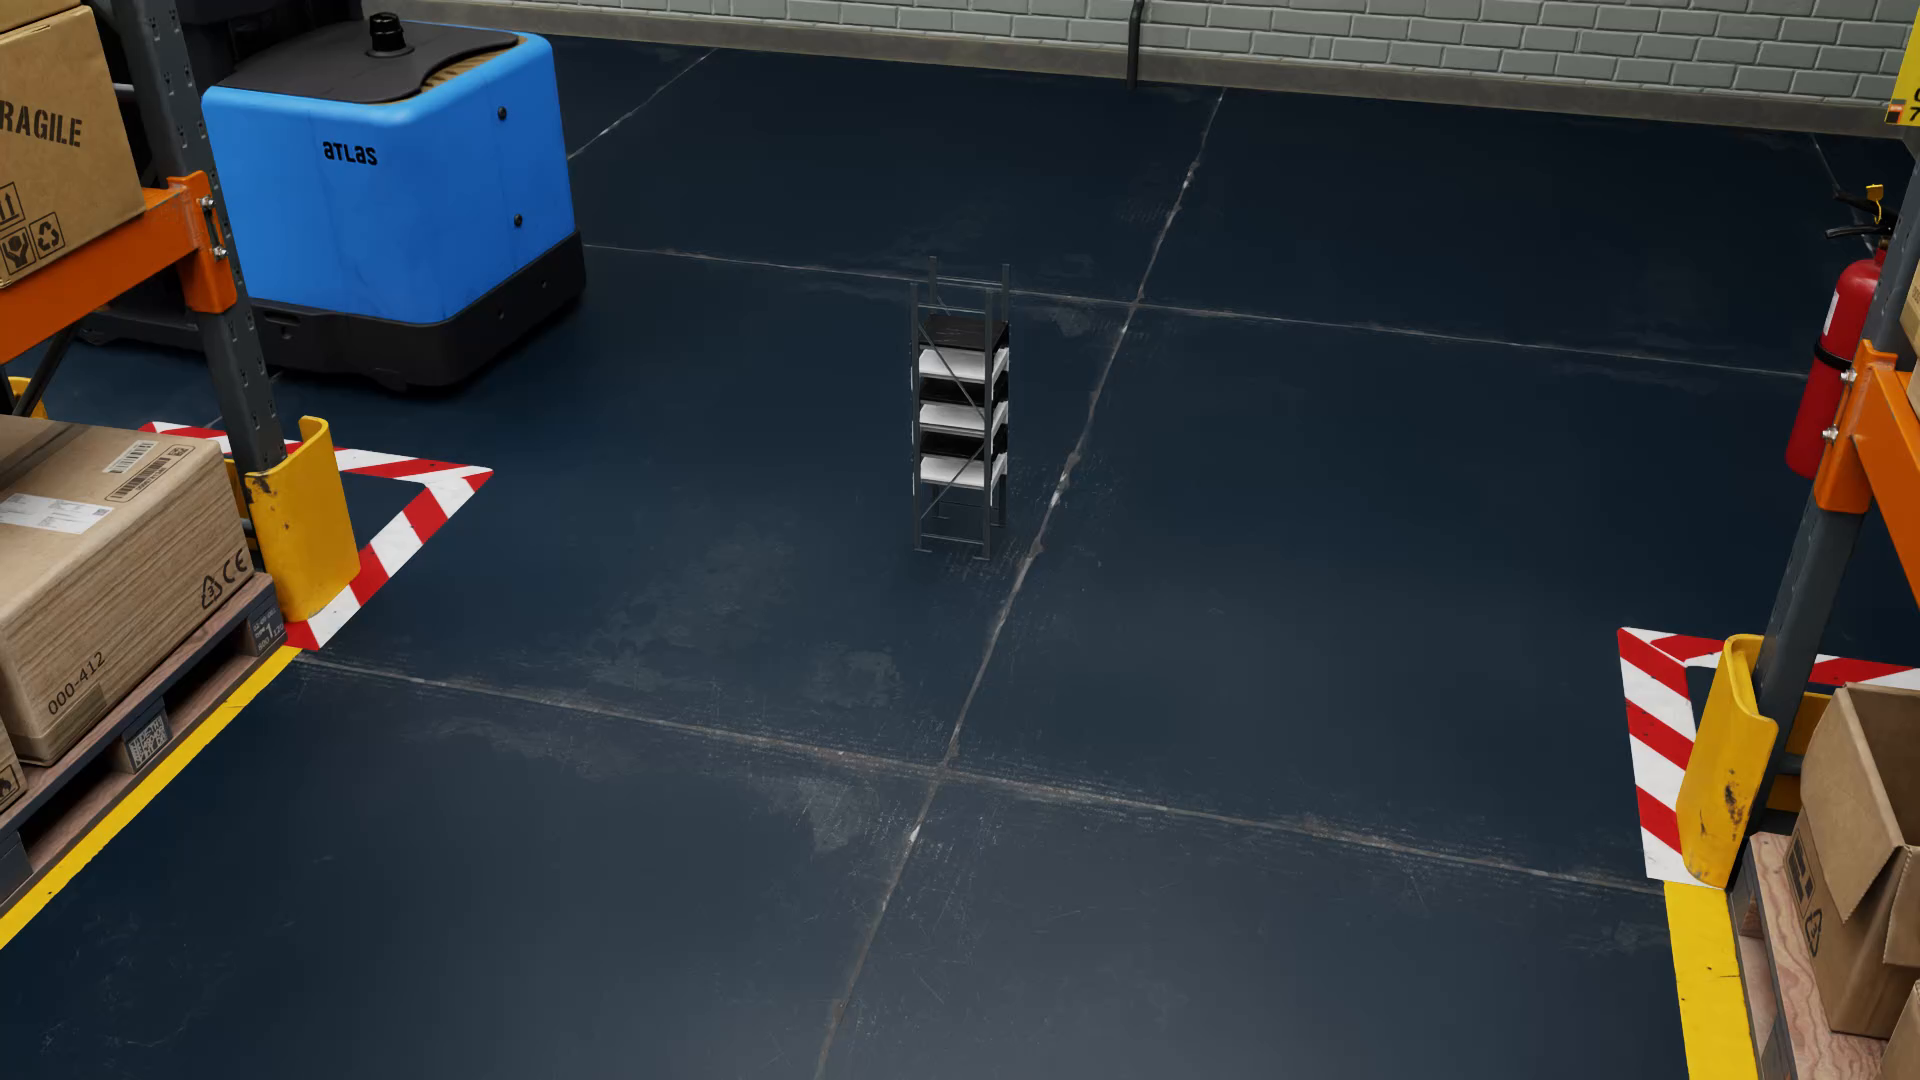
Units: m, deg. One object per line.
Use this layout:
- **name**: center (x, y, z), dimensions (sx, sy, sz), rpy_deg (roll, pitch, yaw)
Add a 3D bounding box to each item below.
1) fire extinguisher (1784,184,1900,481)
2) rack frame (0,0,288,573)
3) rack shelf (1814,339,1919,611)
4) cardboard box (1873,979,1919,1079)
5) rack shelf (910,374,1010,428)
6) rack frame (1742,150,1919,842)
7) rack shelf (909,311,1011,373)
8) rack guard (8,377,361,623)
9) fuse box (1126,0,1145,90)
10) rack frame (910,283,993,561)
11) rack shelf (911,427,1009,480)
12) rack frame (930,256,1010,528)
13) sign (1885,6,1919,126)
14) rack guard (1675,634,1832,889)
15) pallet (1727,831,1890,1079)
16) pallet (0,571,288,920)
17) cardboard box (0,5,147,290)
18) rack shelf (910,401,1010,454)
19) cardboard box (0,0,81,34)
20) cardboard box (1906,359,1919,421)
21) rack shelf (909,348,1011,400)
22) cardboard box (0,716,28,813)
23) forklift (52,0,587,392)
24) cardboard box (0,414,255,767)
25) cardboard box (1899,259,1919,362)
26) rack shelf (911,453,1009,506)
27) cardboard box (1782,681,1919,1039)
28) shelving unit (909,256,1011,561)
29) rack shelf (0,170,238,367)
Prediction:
- **fire extinguisher**: center (1.953, -0.448, 3.578), dimensions (0.296, 0.674, 0.183), rpy_deg (8, 33, 12)
- **rack frame**: center (-2.439, -1.172, 4.298), dimensions (1.000, 3.000, 0.127), rpy_deg (8, 33, 12)
- **rack shelf**: center (1.855, 0.843, 1.799), dimensions (1.077, 0.370, 4.000), rpy_deg (8, 33, 12)
- **cardboard box**: center (1.861, 1.122, 2.628), dimensions (0.700, 0.500, 0.500), rpy_deg (9, 34, 14)
- **rack shelf**: center (0.002, -0.432, 4.985), dimensions (0.258, 0.077, 0.200), rpy_deg (8, 33, 12)
- **rack frame**: center (2.363, -0.498, 3.238), dimensions (1.000, 3.000, 0.127), rpy_deg (8, 33, 12)
- **rack shelf**: center (0.002, -0.584, 4.888), dimensions (0.258, 0.077, 0.200), rpy_deg (8, 33, 12)
- **rack guard**: center (-2.433, -0.130, 4.988), dimensions (1.175, 0.500, 0.348), rpy_deg (8, 33, 12)
- **fuse box**: center (0.964, -3.196, 8.683), dimensions (0.539, 1.711, 0.414), rpy_deg (8, 33, 12)
- **rack frame**: center (-0.024, -0.331, 4.932), dimensions (0.240, 0.900, 0.006), rpy_deg (8, 33, 12)
- **rack shelf**: center (0.002, -0.280, 5.081), dimensions (0.258, 0.077, 0.200), rpy_deg (8, 33, 12)
- **rack frame**: center (0.028, -0.437, 5.098), dimensions (0.240, 0.900, 0.006), rpy_deg (8, 33, 12)
- **sign**: center (1.838, -0.938, 3.122), dimensions (0.100, 0.325, 0.005), rpy_deg (8, 33, 12)
- **rack guard**: center (2.344, 0.596, 3.847), dimensions (1.175, 0.500, 0.348), rpy_deg (8, 33, 12)
- **pallet**: center (2.142, 1.132, 3.273), dimensions (1.003, 0.211, 1.213), rpy_deg (8, 33, 12)
- **pallet**: center (-2.567, 0.430, 4.377), dimensions (1.003, 0.211, 1.213), rpy_deg (8, 33, 12)
- **cardboard box**: center (-2.306, -0.928, 3.821), dimensions (0.500, 0.500, 0.500), rpy_deg (8, 33, 13)
- **rack shelf**: center (0.002, -0.356, 5.033), dimensions (0.258, 0.077, 0.200), rpy_deg (8, 33, 12)
- **cardboard box**: center (-2.331, -1.354, 3.559), dimensions (0.500, 0.500, 0.500), rpy_deg (9, 34, 14)
- **cardboard box**: center (2.014, -0.259, 3.096), dimensions (0.380, 0.149, 0.250), rpy_deg (8, 33, 12)
- **rack shelf**: center (0.002, -0.508, 4.937), dimensions (0.258, 0.077, 0.200), rpy_deg (8, 33, 12)
- **cardboard box**: center (-2.734, 0.564, 3.564), dimensions (0.875, 0.438, 0.875), rpy_deg (9, 34, 14)
- **forklift**: center (-3.087, -2.245, 6.050), dimensions (3.031, 2.935, 1.130), rpy_deg (11, 34, 16)
- **cardboard box**: center (-2.510, 0.088, 4.313), dimensions (0.875, 0.438, 0.875), rpy_deg (7, 33, 11)
- **cardboard box**: center (1.987, -0.362, 2.886), dimensions (0.500, 0.250, 0.500), rpy_deg (8, 33, 13)
- **rack shelf**: center (0.002, -0.204, 5.130), dimensions (0.258, 0.077, 0.200), rpy_deg (8, 33, 12)
- **cardboard box**: center (2.116, 0.682, 3.316), dimensions (0.797, 0.503, 0.637), rpy_deg (7, 33, 10)
- **shelving unit**: center (0.002, -0.384, 5.015), dimensions (0.258, 0.900, 0.210), rpy_deg (8, 33, 12)
- **rack shelf**: center (-2.947, 0.169, 2.859), dimensions (1.077, 0.370, 4.000), rpy_deg (8, 33, 12)
